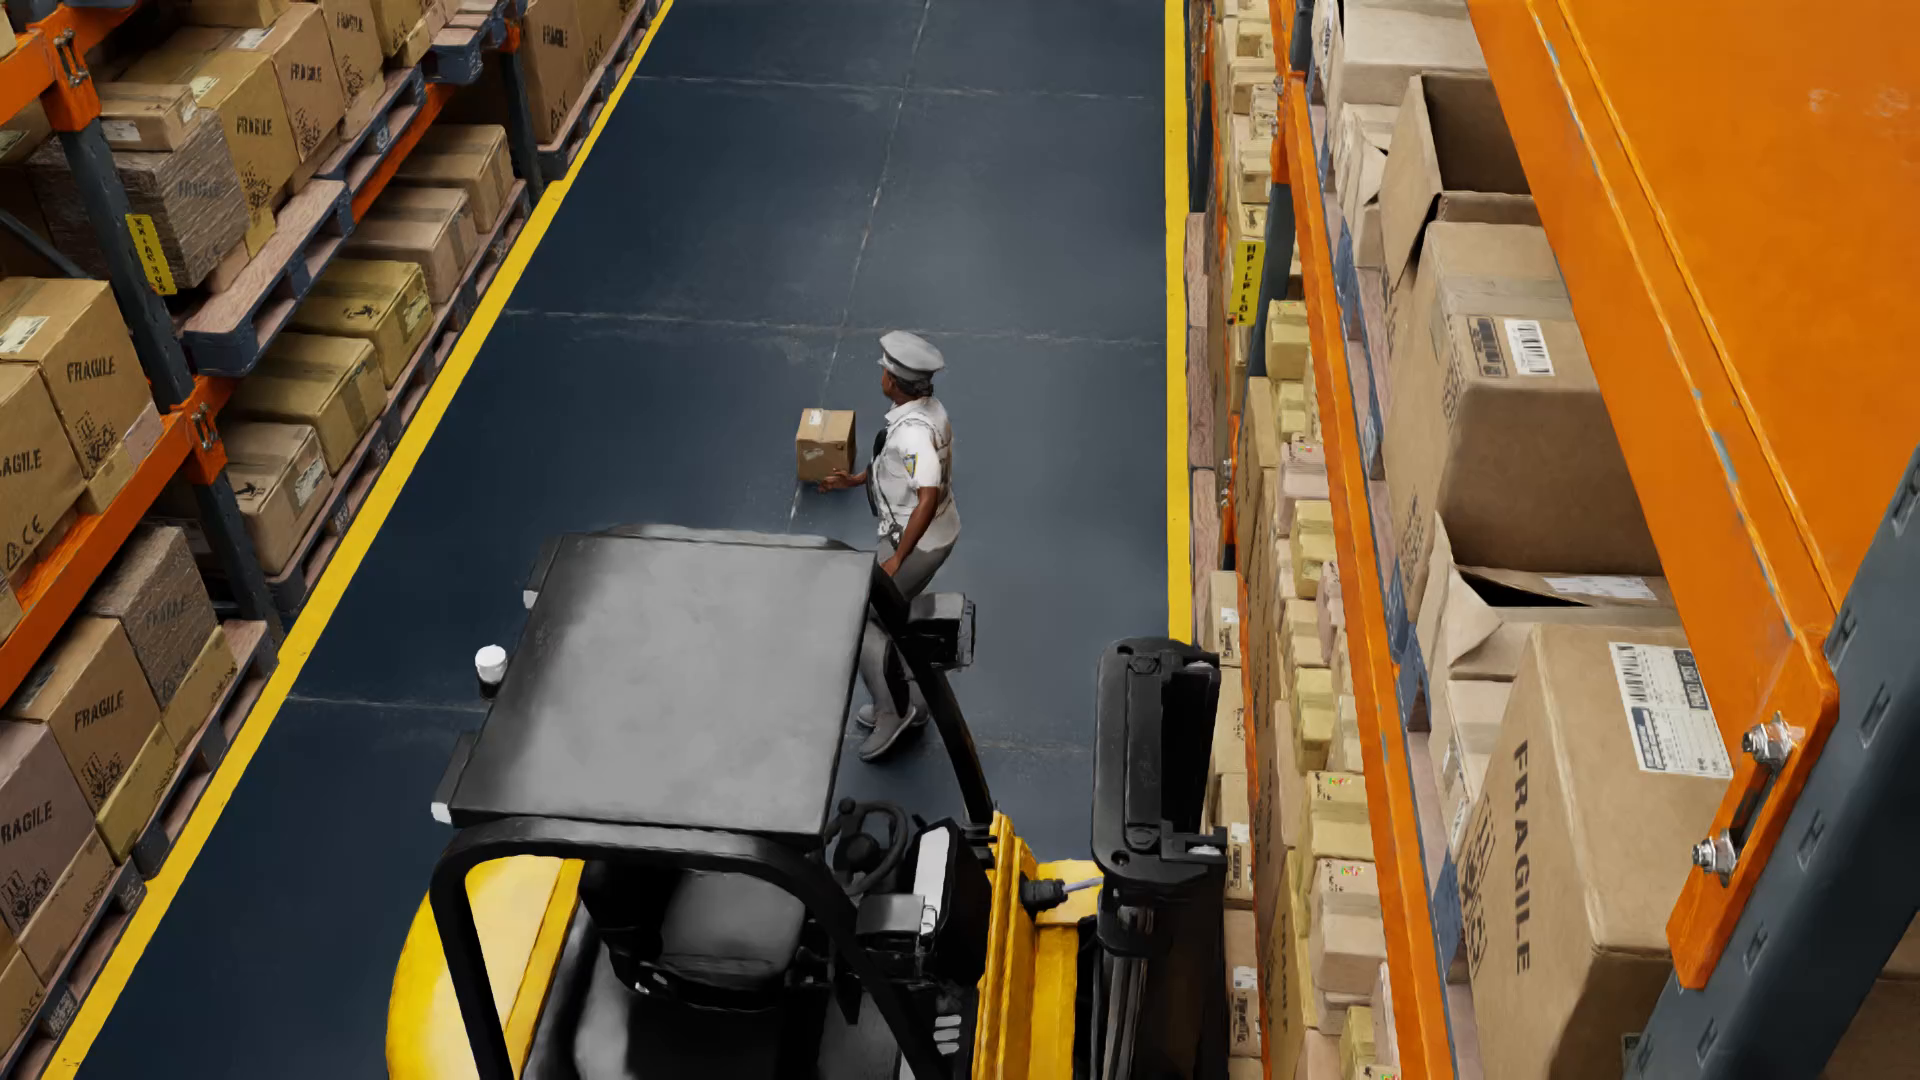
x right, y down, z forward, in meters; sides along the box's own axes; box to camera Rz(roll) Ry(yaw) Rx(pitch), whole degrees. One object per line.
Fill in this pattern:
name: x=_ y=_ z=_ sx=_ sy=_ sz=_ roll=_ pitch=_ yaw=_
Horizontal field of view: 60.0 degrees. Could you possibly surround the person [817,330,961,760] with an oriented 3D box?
person: x=-0.292 y=0.037 z=6.490 sx=0.544 sy=1.543 sz=0.864 roll=6 pitch=41 yaw=7
